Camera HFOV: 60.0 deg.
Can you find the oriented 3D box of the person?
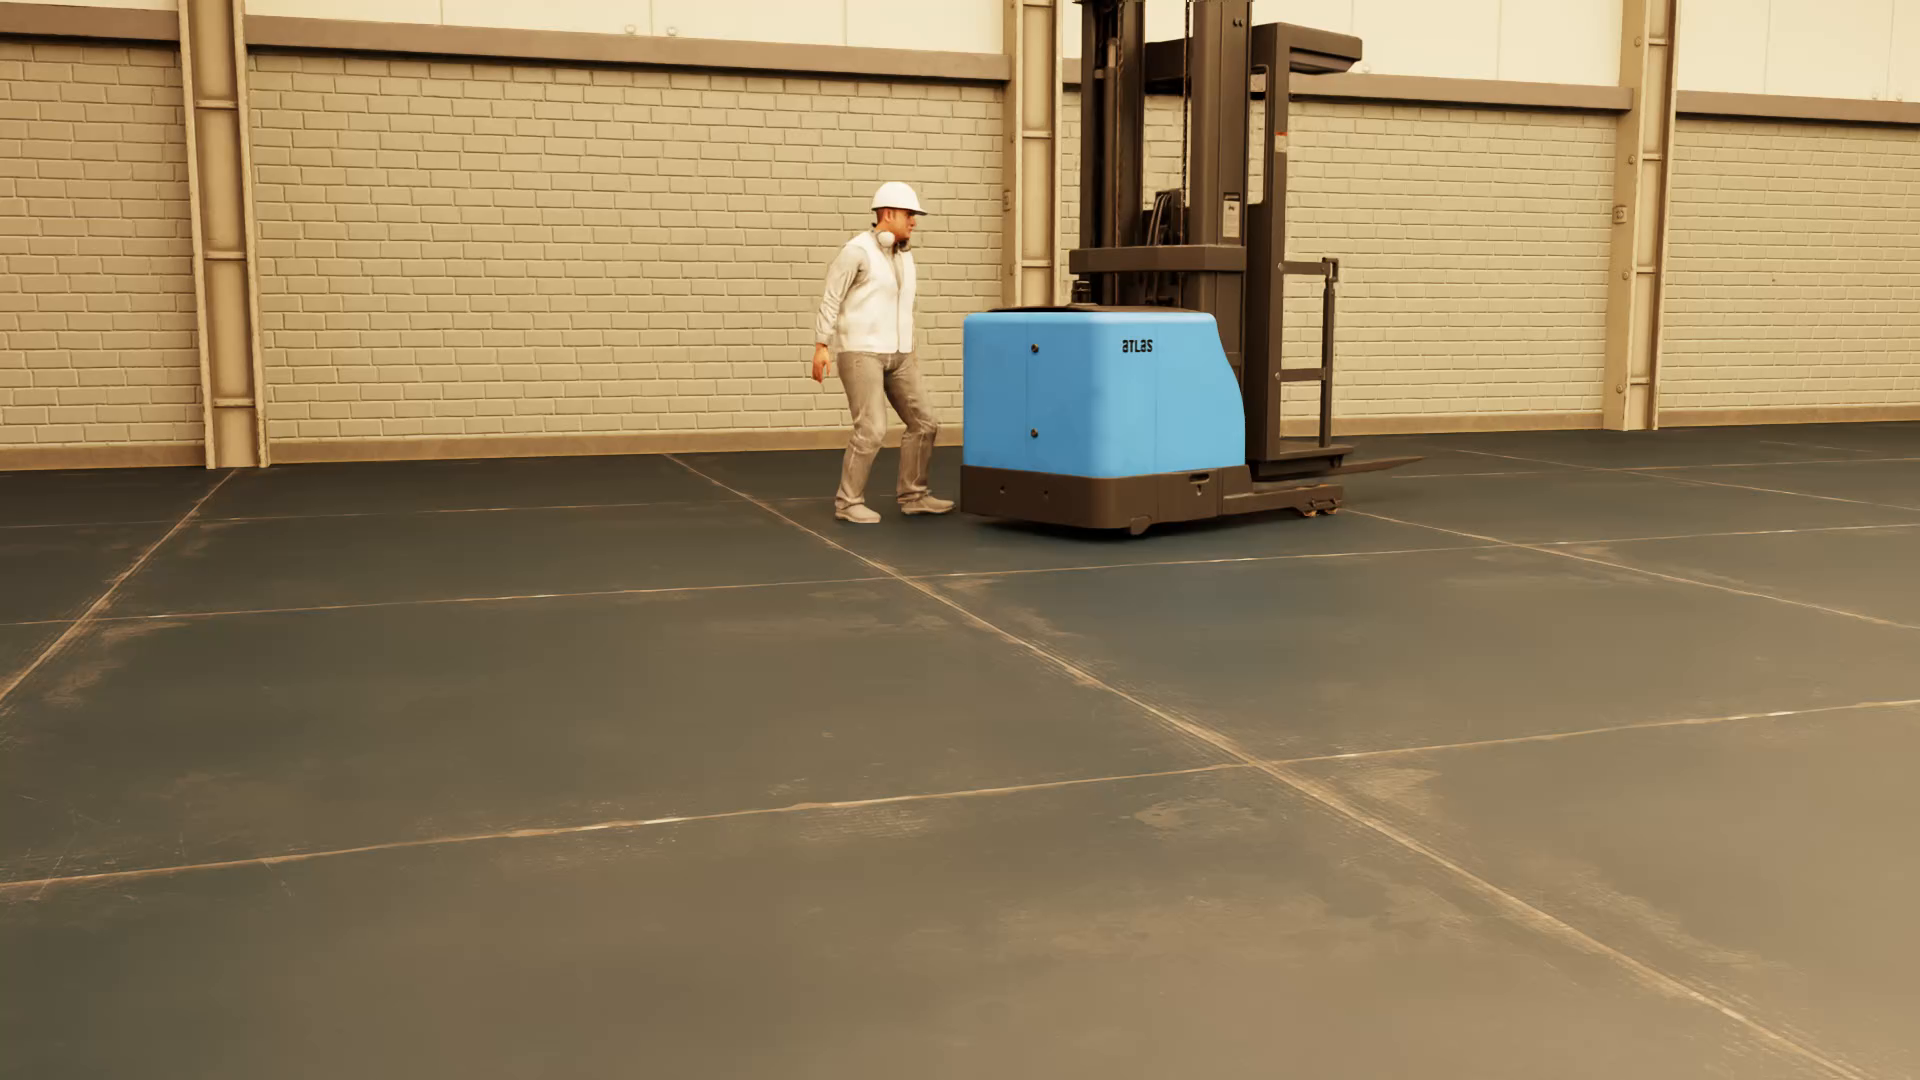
[{"bbox_3d":[-0.390,-0.968,8.637,0.459,1.745,0.853,6,10,38],"label":"person"}]

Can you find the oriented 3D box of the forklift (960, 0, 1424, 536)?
[{"bbox_3d":[1.423,-1.616,8.928,3.031,2.935,1.130,-7,11,-42],"label":"forklift"}]
